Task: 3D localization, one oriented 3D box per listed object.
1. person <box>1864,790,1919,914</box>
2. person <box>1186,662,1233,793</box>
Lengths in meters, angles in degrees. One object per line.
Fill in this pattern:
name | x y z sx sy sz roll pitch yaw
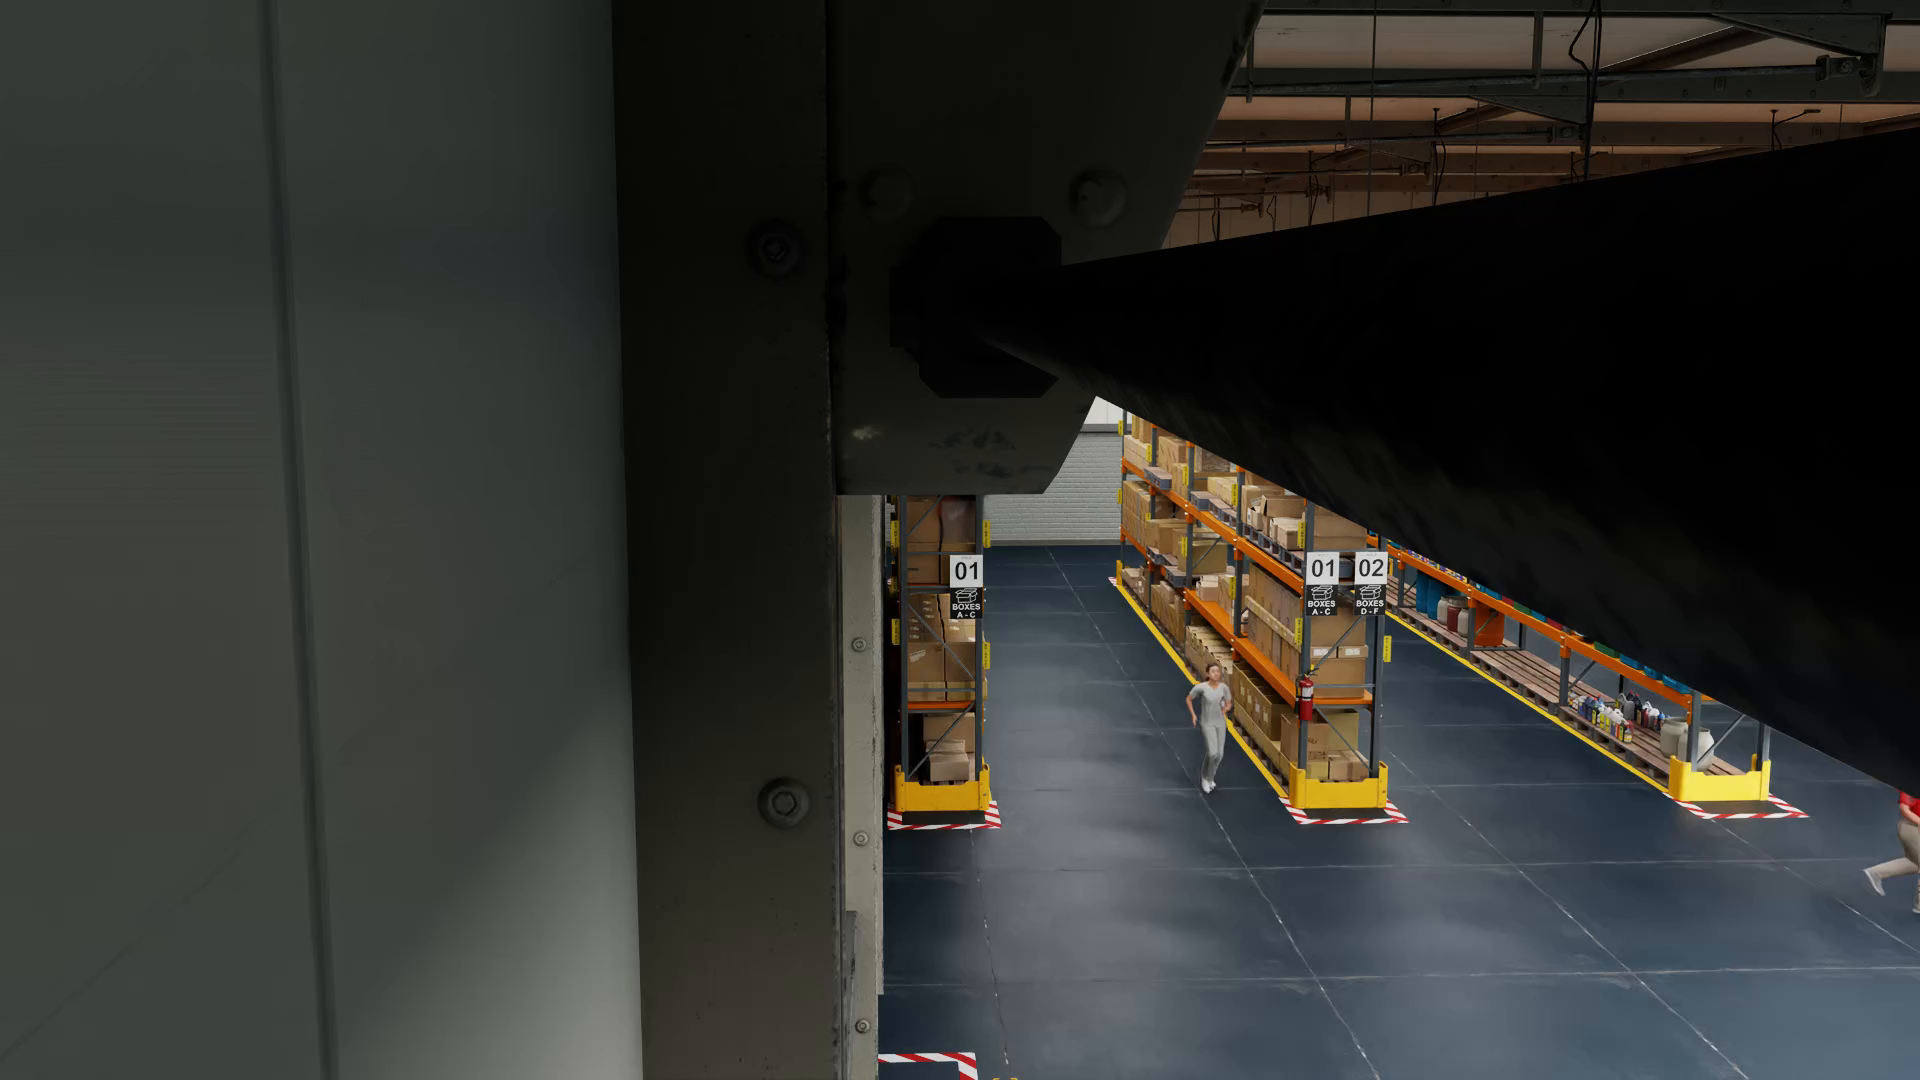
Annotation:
person | 9.784 2.995 17.074 0.759 1.682 0.671 4 9 23
person | 3.230 2.397 21.238 0.541 1.663 0.580 -2 9 -15
